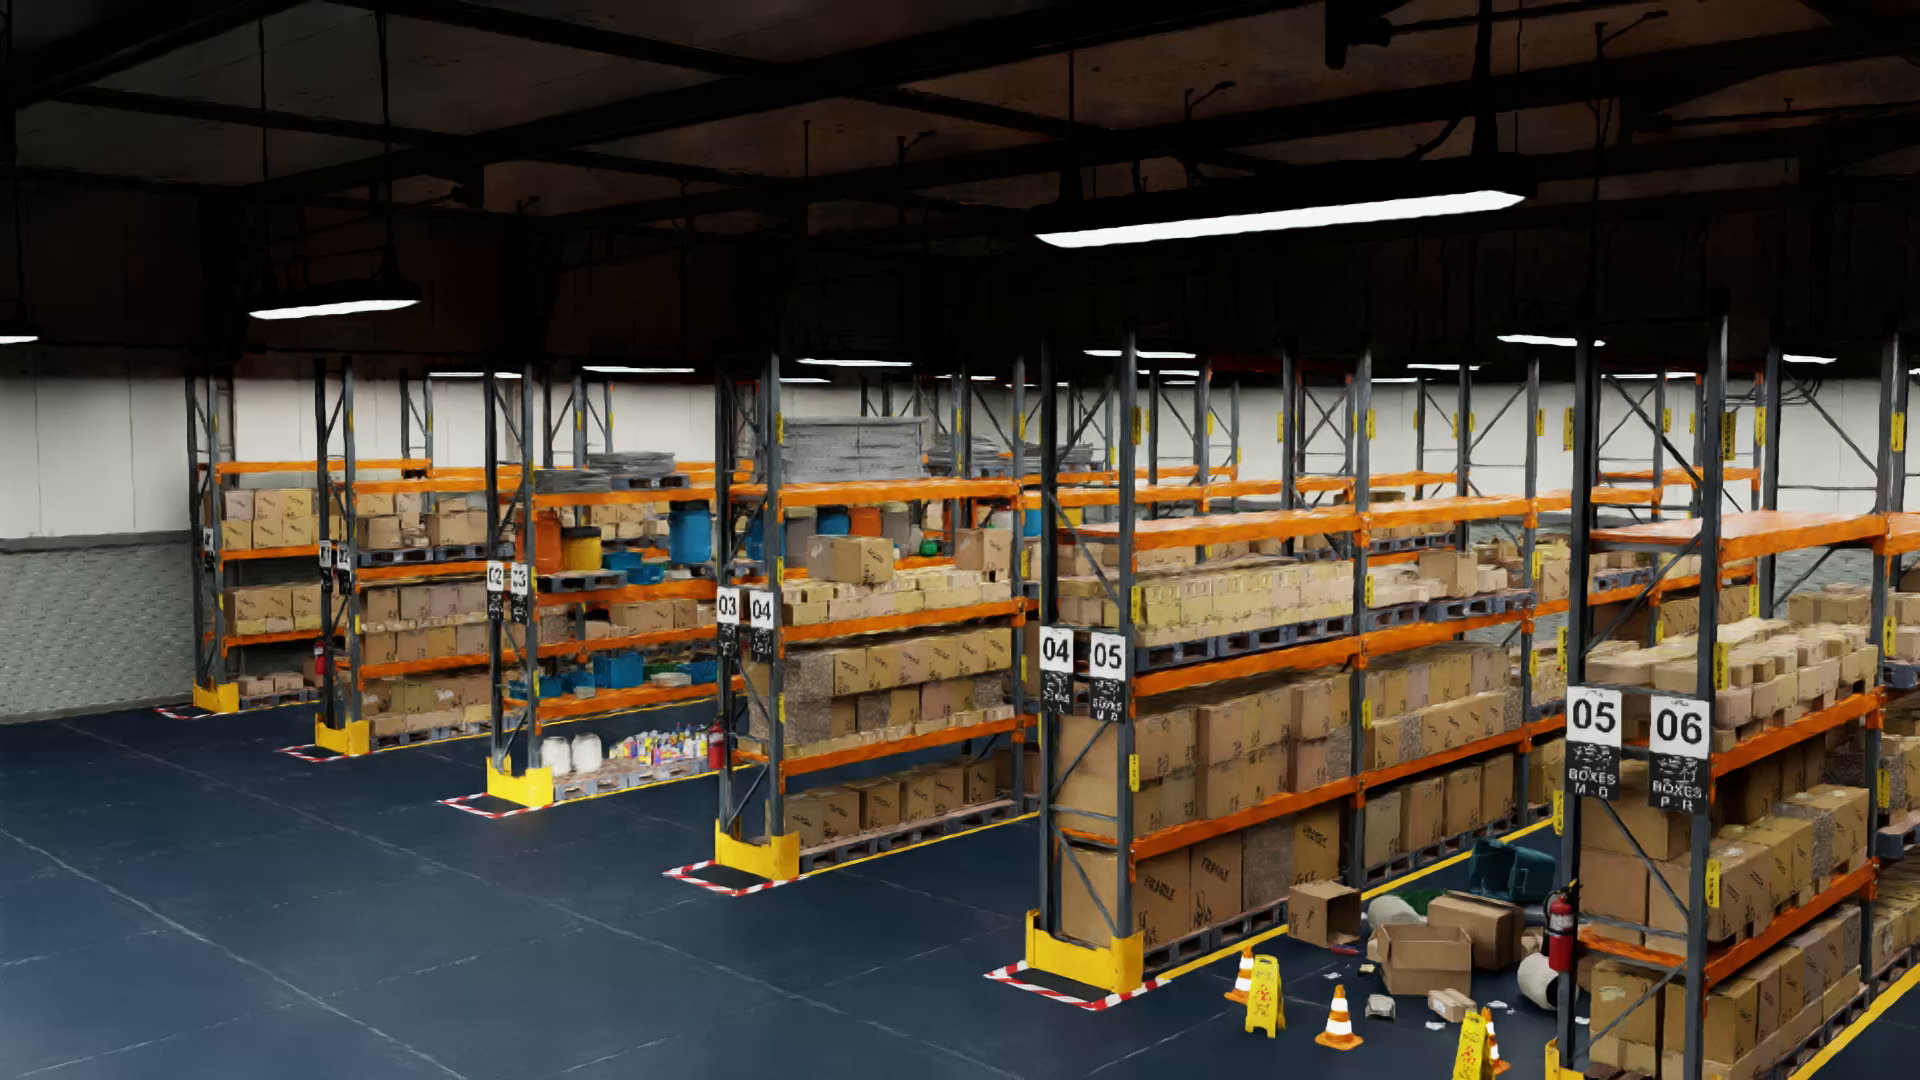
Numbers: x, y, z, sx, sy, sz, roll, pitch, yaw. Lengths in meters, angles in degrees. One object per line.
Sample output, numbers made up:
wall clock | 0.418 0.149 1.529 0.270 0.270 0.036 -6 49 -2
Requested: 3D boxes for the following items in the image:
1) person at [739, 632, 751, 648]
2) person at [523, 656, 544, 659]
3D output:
person | -4.559 1.732 33.531 1.122 1.706 0.566 -4 6 -44
person | -7.691 2.001 29.889 0.626 1.718 0.576 -1 5 -13
